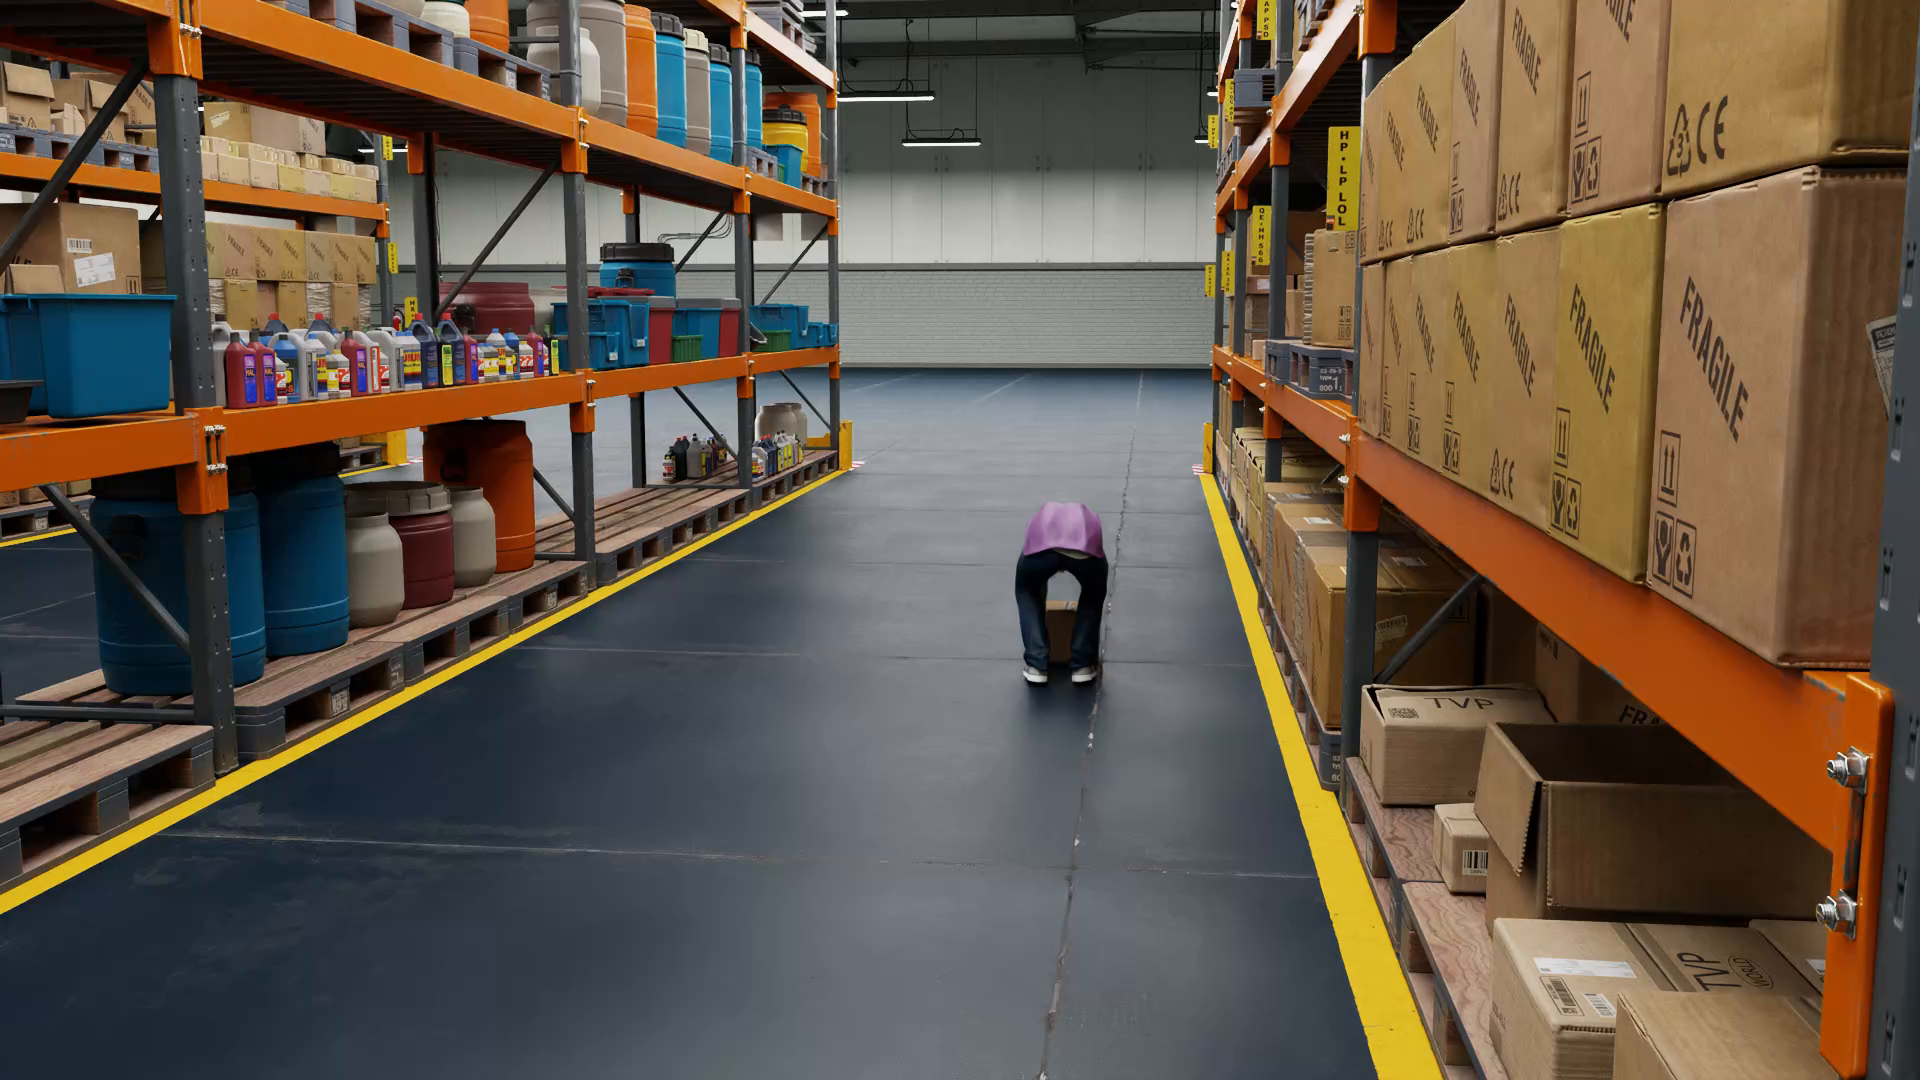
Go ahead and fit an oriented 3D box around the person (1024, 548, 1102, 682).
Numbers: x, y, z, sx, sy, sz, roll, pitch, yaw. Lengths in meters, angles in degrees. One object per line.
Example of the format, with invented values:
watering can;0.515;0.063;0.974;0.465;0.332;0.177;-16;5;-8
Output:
person;0.473;0.243;7.563;0.360;0.782;0.716;0;8;4
